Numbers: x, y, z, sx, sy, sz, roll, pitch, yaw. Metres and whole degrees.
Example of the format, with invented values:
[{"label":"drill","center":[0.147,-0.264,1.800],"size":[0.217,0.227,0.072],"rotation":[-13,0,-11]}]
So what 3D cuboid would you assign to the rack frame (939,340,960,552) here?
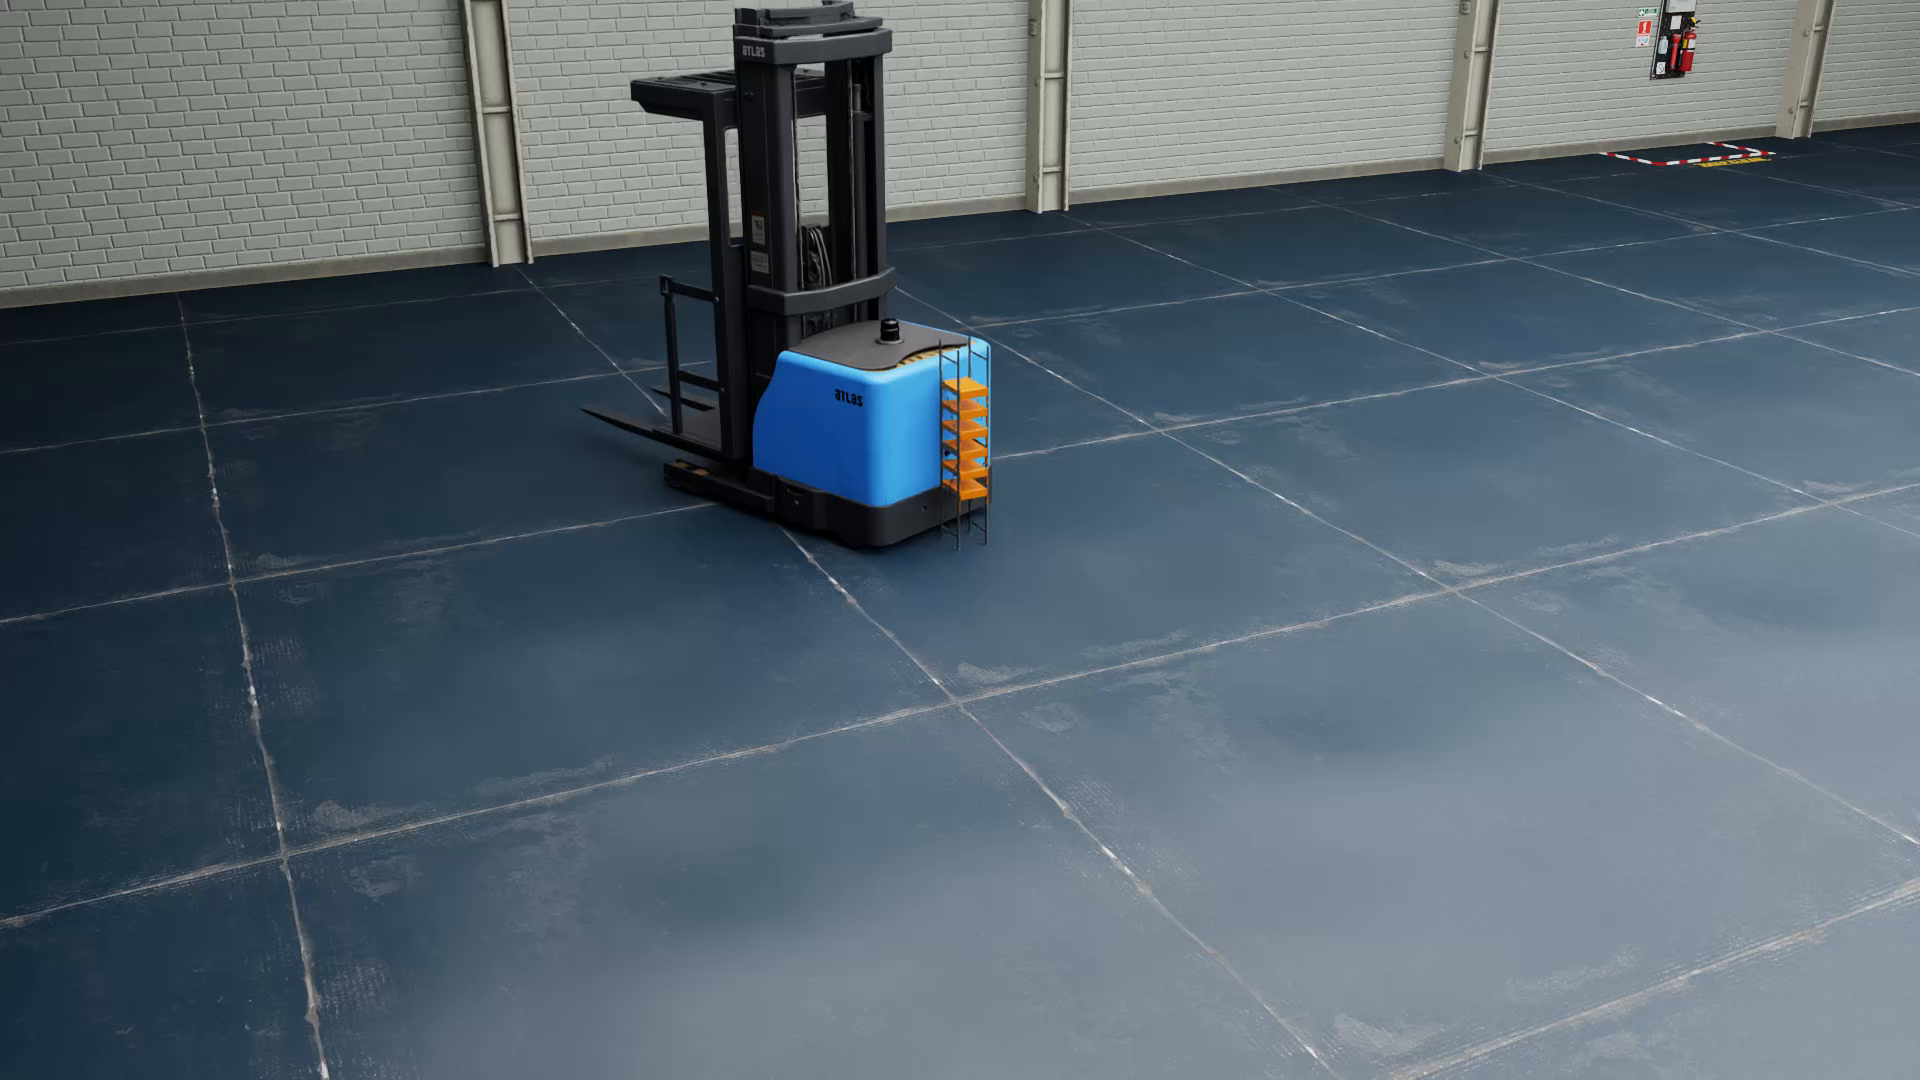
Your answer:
[{"label":"rack frame","center":[-0.059,-0.526,9.452],"size":[0.006,1.200,0.240],"rotation":[-11,25,-25]}]

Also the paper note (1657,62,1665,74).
[{"label":"paper note","center":[9.360,-6.299,22.197],"size":[0.142,0.148,0.016],"rotation":[-10,25,-24]}]

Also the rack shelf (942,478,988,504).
[{"label":"rack shelf","center":[0.023,-0.279,9.600],"size":[0.180,0.103,0.258],"rotation":[-11,25,-25]}]

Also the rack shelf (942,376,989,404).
[{"label":"rack shelf","center":[0.023,-0.834,9.370],"size":[0.180,0.103,0.258],"rotation":[-11,25,-25]}]

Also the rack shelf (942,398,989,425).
[{"label":"rack shelf","center":[0.023,-0.723,9.416],"size":[0.180,0.103,0.258],"rotation":[-11,25,-25]}]

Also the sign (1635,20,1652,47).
[{"label":"sign","center":[9.006,-6.672,21.900],"size":[0.234,0.329,0.001],"rotation":[-10,25,-24]}]

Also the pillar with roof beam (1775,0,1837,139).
[{"label":"pillar with roof beam","center":[13.659,-8.397,18.269],"size":[0.400,9.000,9.100],"rotation":[-10,25,-24]}]

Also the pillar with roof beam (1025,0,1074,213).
[{"label":"pillar with roof beam","center":[2.847,-6.406,13.461],"size":[0.400,9.000,9.100],"rotation":[-10,25,-24]}]

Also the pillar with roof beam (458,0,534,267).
[{"label":"pillar with roof beam","center":[-2.560,-5.411,11.056],"size":[0.400,9.000,9.100],"rotation":[-10,25,-24]}]

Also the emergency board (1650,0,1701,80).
[{"label":"emergency board","center":[9.549,-6.712,22.042],"size":[0.643,1.169,0.194],"rotation":[-10,25,-24]}]

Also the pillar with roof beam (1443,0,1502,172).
[{"label":"pillar with roof beam","center":[8.253,-7.401,15.865],"size":[0.400,9.000,9.100],"rotation":[-10,25,-24]}]

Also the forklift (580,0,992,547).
[{"label":"forklift","center":[-1.243,-1.768,10.188],"size":[3.031,2.935,1.130],"rotation":[19,29,38]}]

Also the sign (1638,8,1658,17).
[{"label":"sign","center":[9.014,-6.915,21.793],"size":[0.331,0.109,0.001],"rotation":[-10,25,-24]}]

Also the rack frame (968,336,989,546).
[{"label":"rack frame","center":[0.104,-0.558,9.530],"size":[0.006,1.200,0.240],"rotation":[-11,25,-25]}]

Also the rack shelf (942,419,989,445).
[{"label":"rack shelf","center":[0.023,-0.612,9.462],"size":[0.180,0.103,0.258],"rotation":[-11,25,-25]}]

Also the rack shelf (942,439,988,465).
[{"label":"rack shelf","center":[0.023,-0.501,9.508],"size":[0.180,0.103,0.258],"rotation":[-11,25,-25]}]

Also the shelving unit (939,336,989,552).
[{"label":"shelving unit","center":[0.023,-0.542,9.491],"size":[0.189,1.200,0.258],"rotation":[-11,25,-25]}]

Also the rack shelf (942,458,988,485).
[{"label":"rack shelf","center":[0.023,-0.390,9.554],"size":[0.180,0.103,0.258],"rotation":[-11,25,-25]}]
